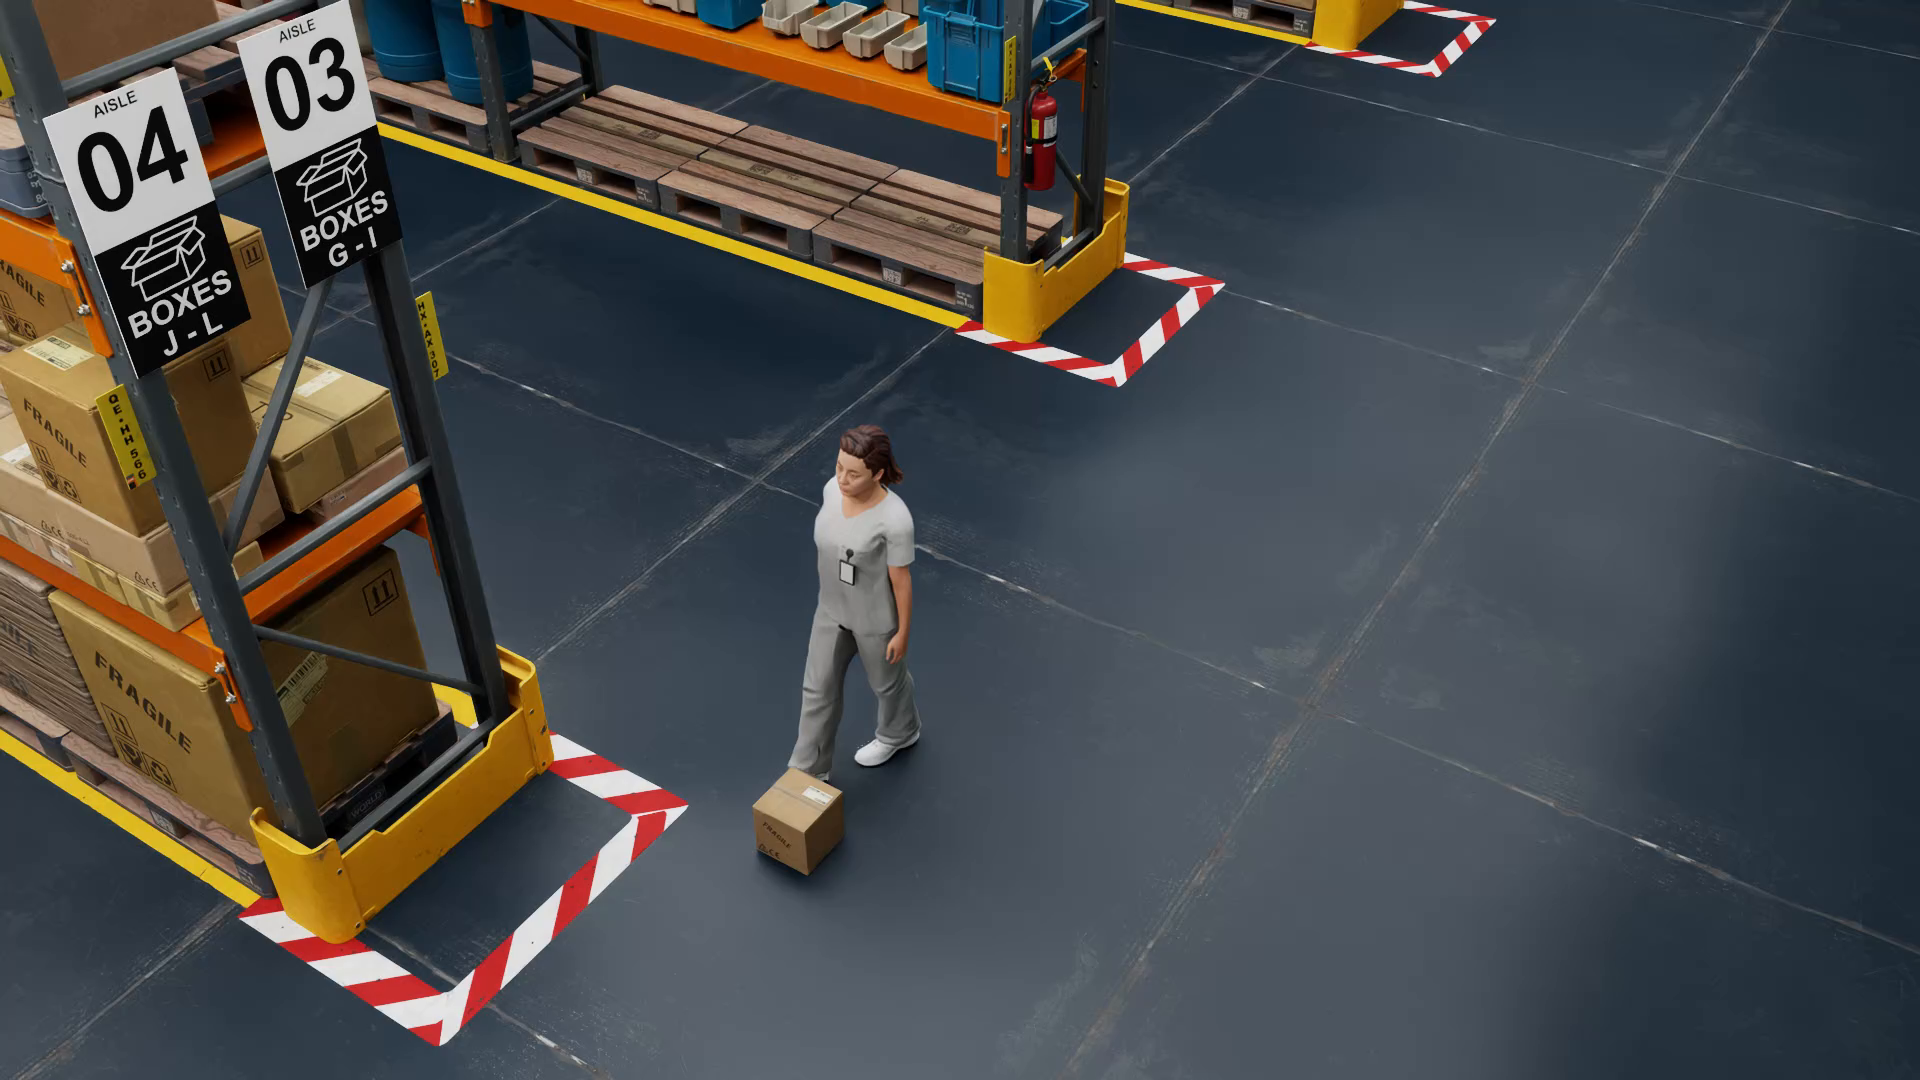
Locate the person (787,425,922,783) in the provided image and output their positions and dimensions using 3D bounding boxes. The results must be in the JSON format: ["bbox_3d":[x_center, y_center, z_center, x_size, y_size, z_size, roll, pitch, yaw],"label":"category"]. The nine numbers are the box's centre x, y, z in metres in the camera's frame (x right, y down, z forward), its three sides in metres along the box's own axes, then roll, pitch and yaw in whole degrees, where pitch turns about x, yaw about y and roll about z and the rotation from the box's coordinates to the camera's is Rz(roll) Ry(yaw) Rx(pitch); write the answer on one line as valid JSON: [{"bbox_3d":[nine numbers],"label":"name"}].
[{"bbox_3d":[-0.438,0.323,6.274,0.453,1.657,0.716,27,46,30],"label":"person"}]
